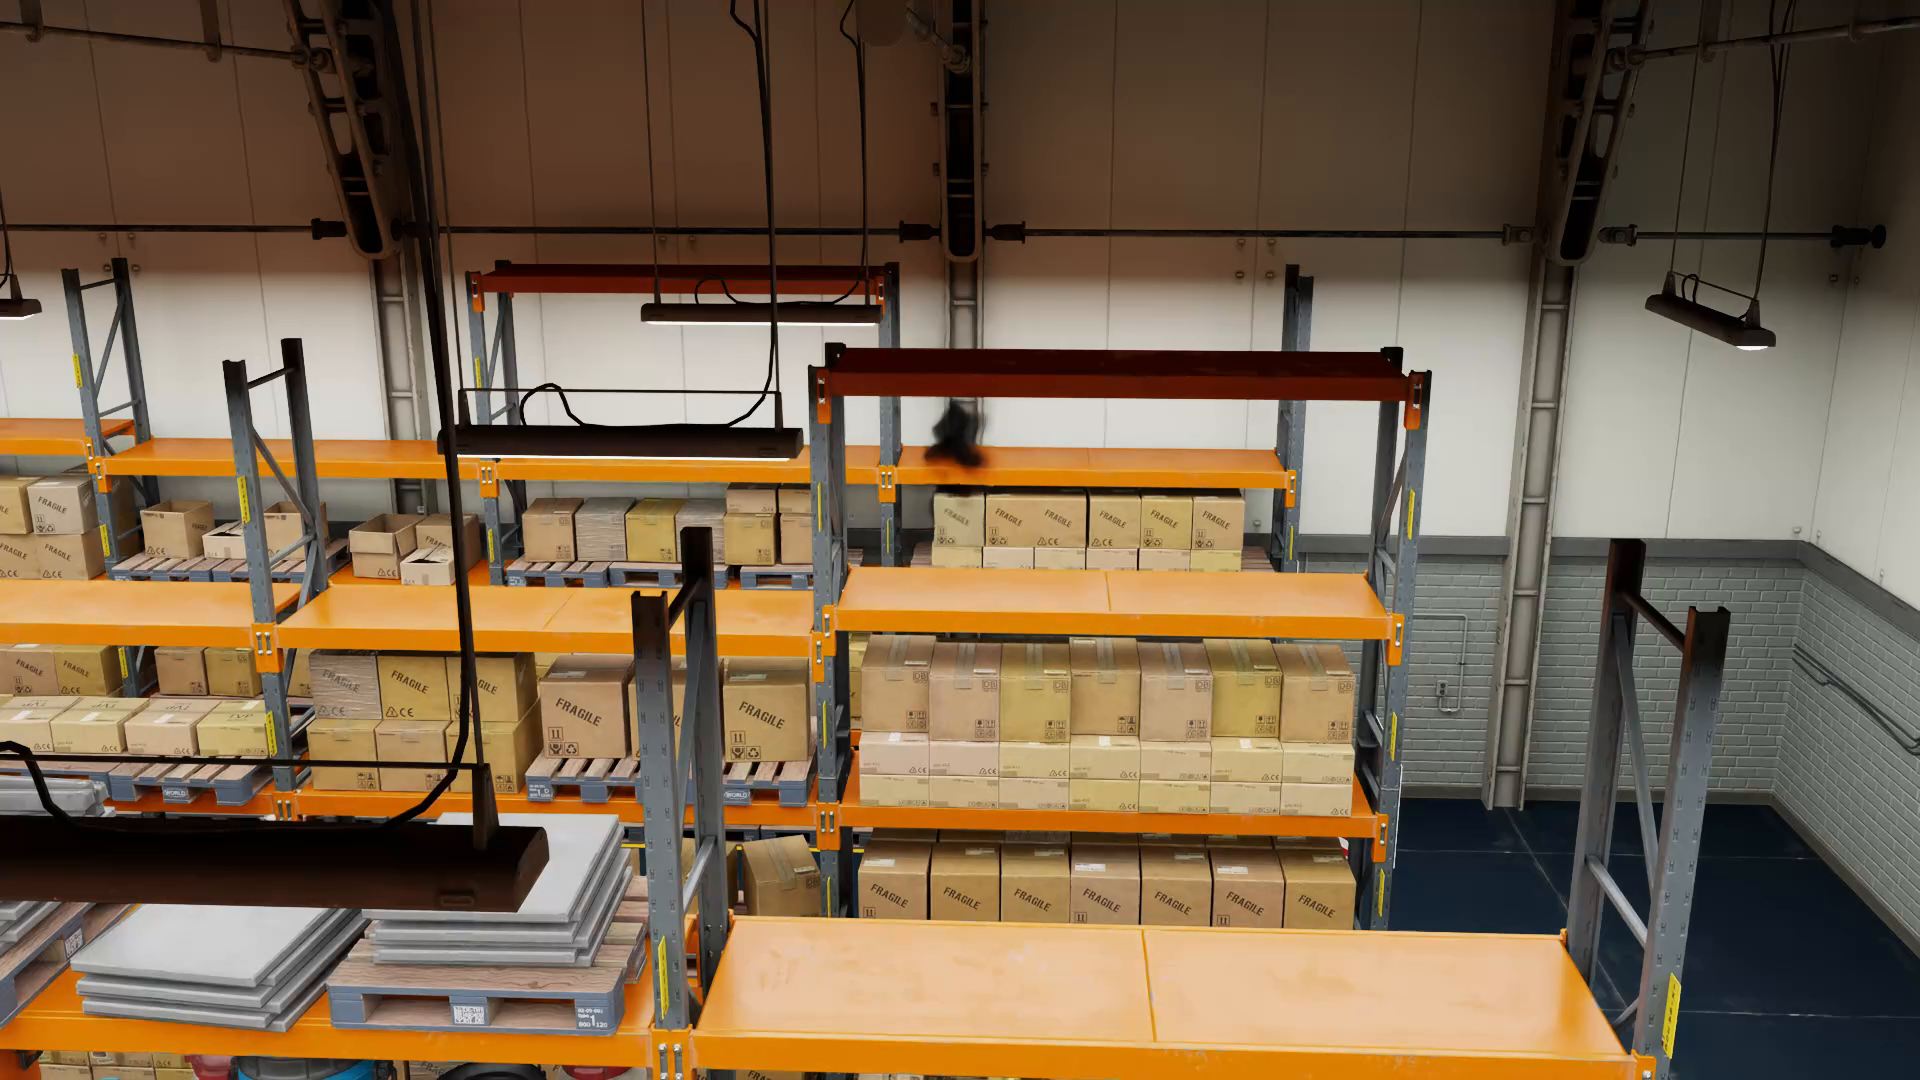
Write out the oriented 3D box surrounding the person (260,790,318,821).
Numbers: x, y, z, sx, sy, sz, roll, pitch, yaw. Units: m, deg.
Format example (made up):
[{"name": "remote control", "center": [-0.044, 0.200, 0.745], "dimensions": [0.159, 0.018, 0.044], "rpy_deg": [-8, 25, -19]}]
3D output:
[{"name": "person", "center": [-6.296, 2.929, 15.434], "dimensions": [0.565, 1.718, 0.704], "rpy_deg": [-1, 16, -3]}]
